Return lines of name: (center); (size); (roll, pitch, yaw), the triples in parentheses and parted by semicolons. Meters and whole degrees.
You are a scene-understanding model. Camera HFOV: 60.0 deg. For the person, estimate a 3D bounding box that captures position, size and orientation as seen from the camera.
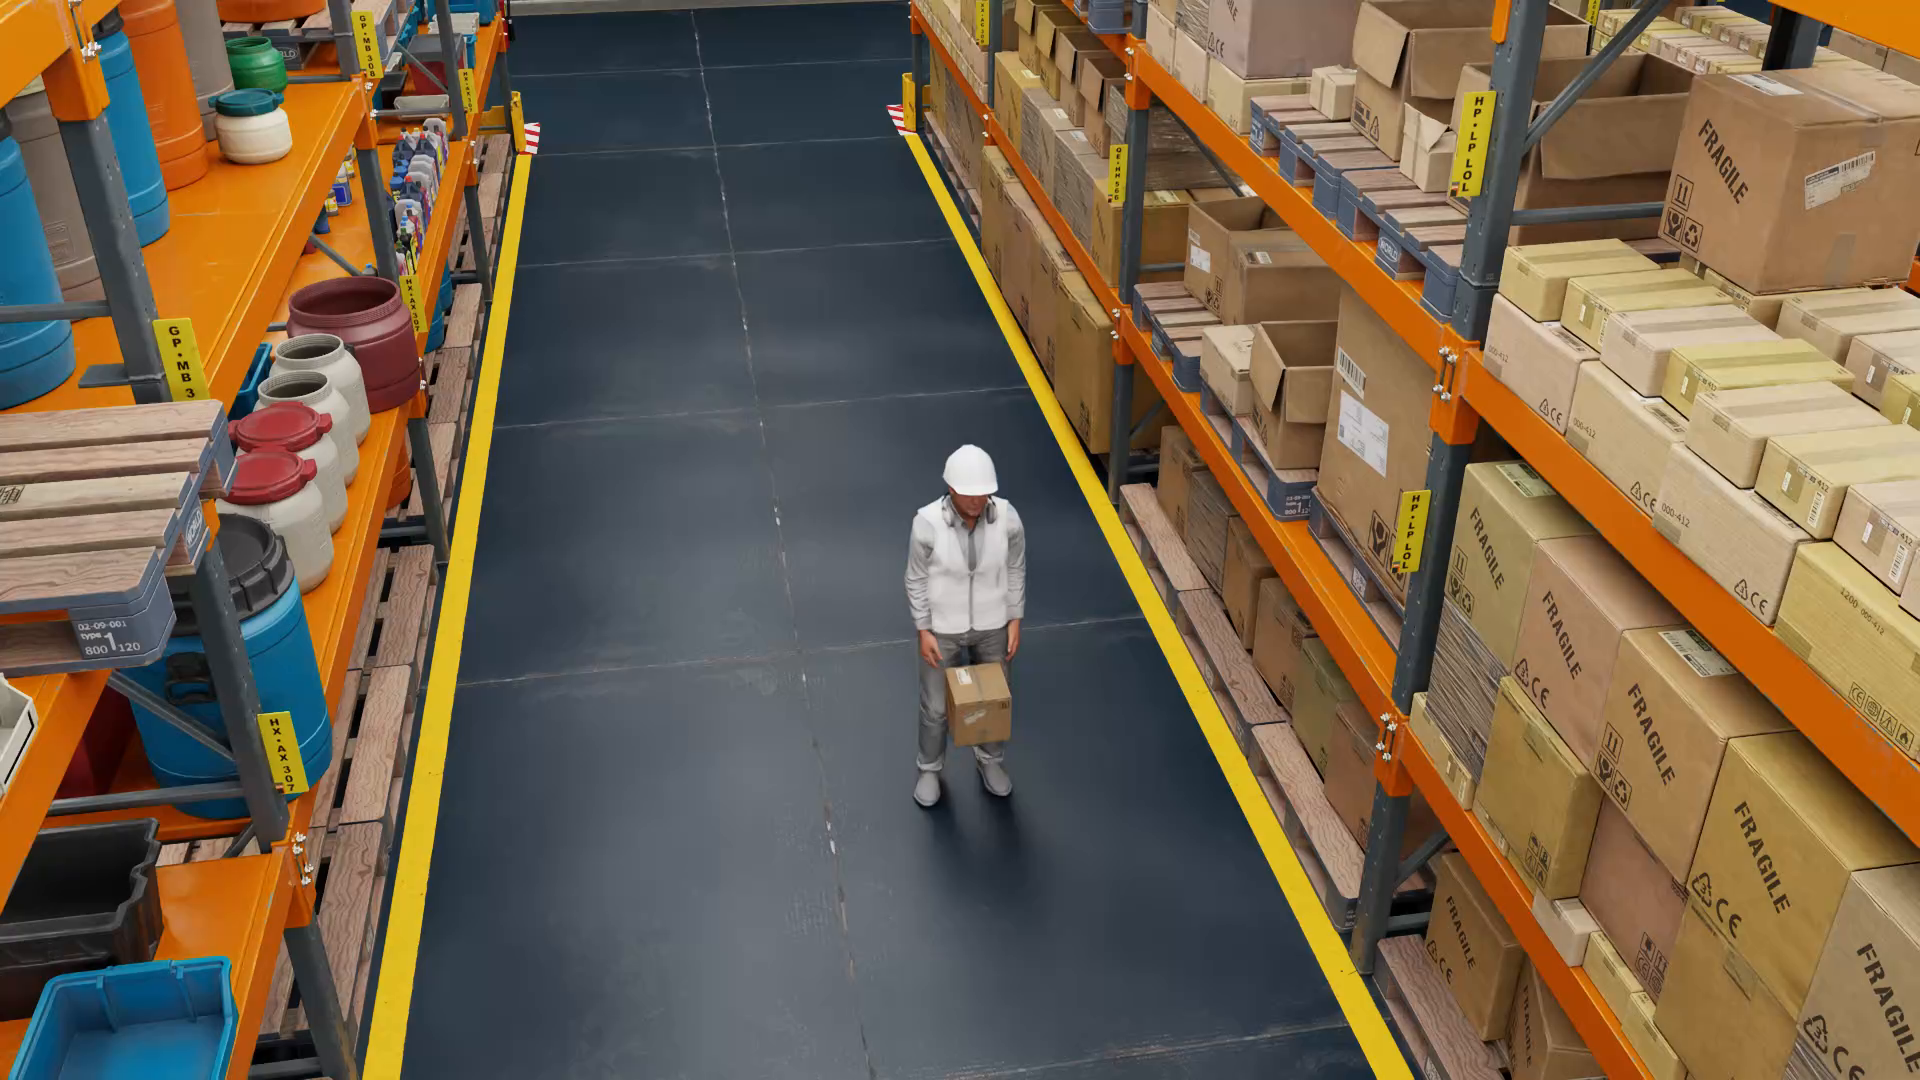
person: (0.026, 0.363, 7.489); (0.555, 1.777, 0.423); (-6, 31, -10)
